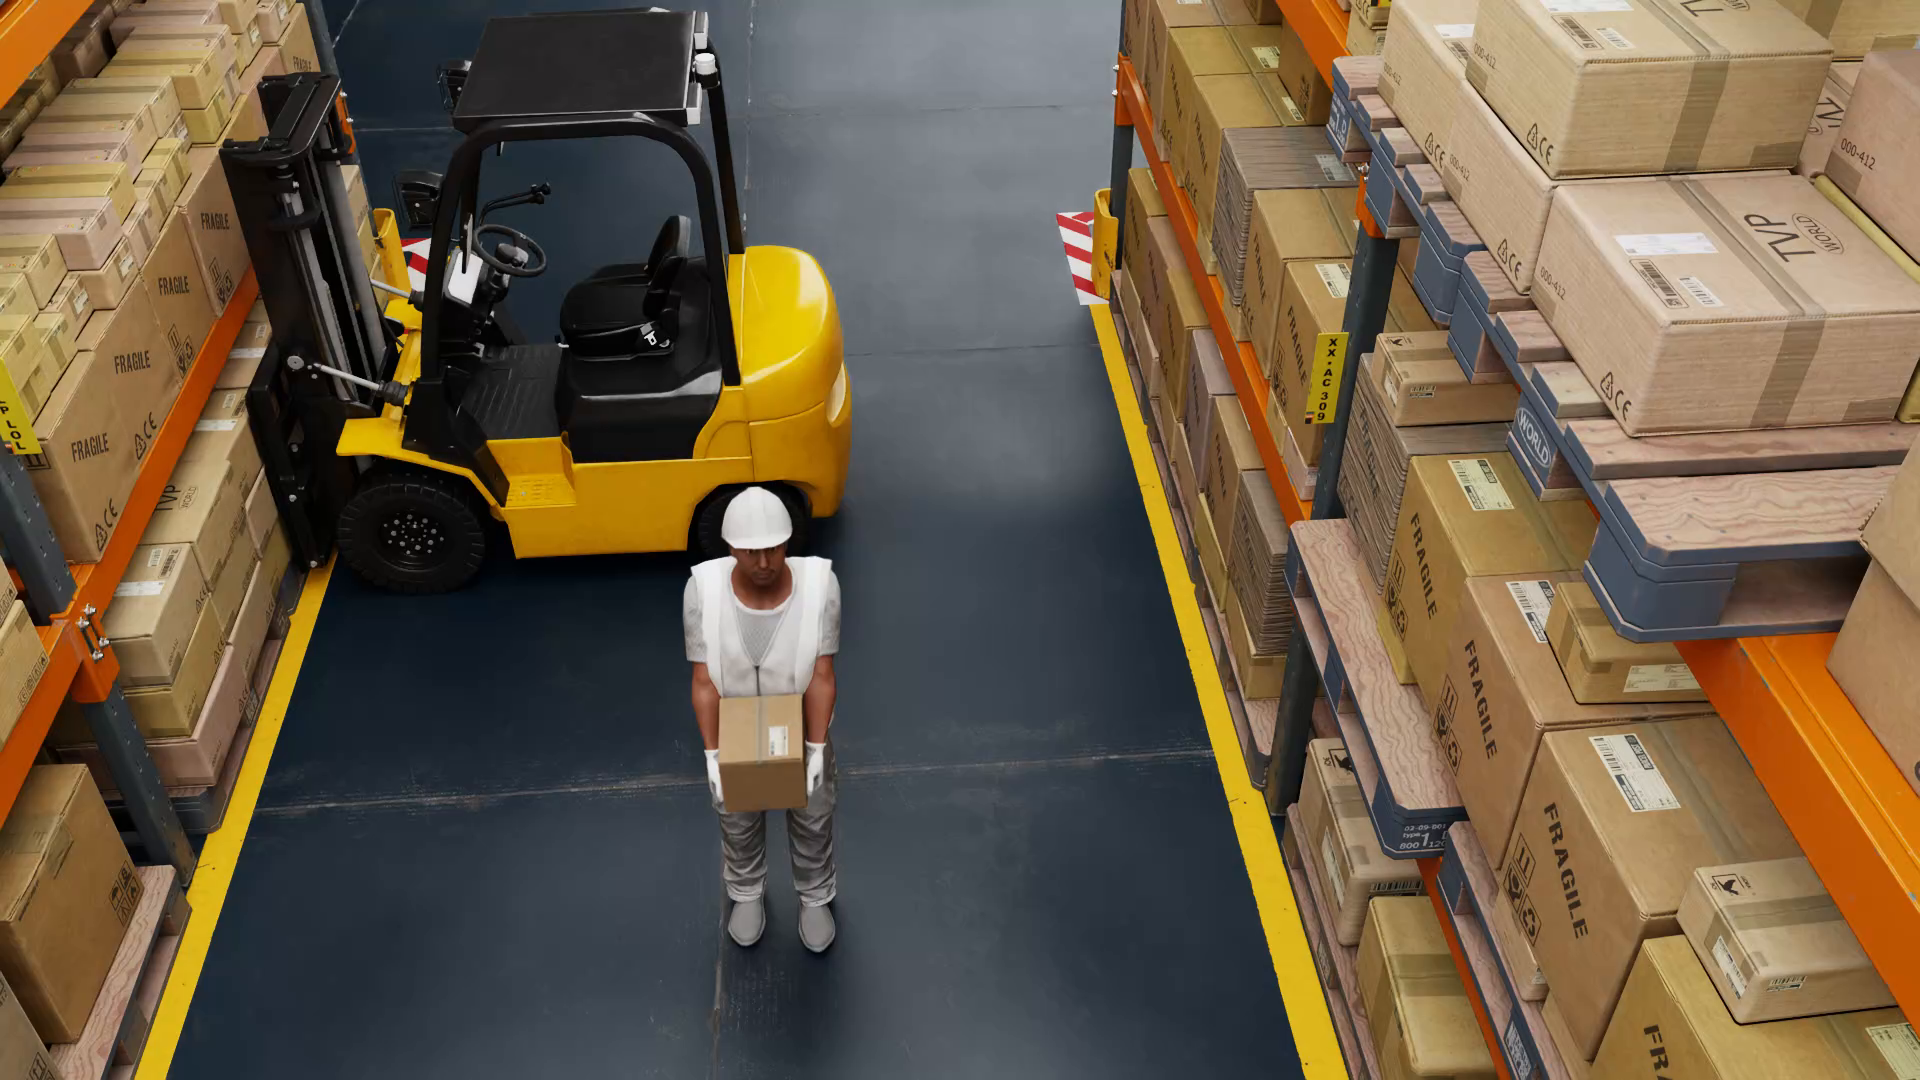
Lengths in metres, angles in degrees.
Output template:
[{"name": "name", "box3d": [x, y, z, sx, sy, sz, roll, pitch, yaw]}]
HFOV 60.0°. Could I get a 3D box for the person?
[{"name": "person", "box3d": [-0.599, 0.663, 5.317, 0.487, 1.778, 0.584, -3, 39, -4]}]
